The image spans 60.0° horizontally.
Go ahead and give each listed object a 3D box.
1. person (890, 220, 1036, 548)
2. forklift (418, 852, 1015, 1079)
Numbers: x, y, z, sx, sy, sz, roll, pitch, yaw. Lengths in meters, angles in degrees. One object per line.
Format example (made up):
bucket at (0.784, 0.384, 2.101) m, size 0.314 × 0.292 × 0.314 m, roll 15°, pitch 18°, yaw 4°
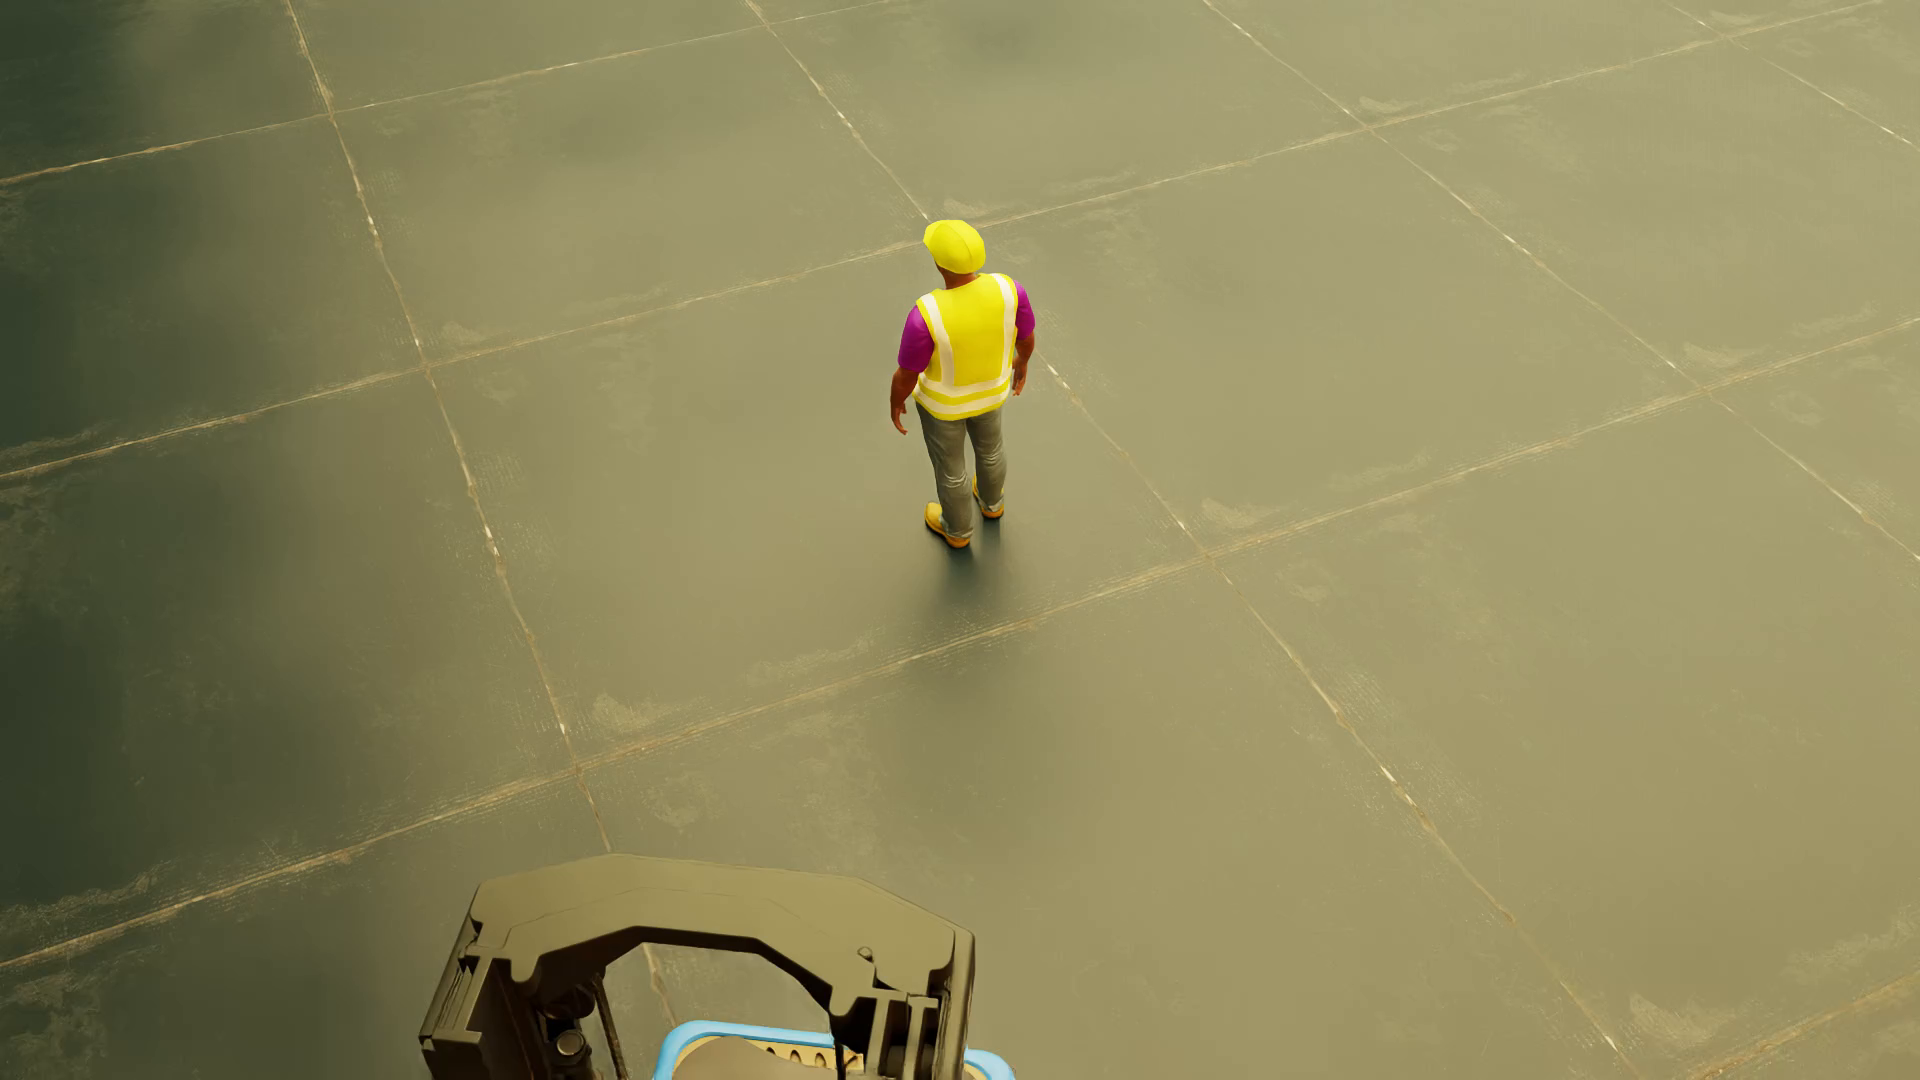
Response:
person at (-0.025, -0.696, 7.269) m, size 0.666 × 1.768 × 0.575 m, roll -18°, pitch 46°, yaw -18°
forklift at (-0.517, 2.129, 3.399) m, size 1.130 × 2.935 × 3.031 m, roll 5°, pitch 43°, yaw 5°
